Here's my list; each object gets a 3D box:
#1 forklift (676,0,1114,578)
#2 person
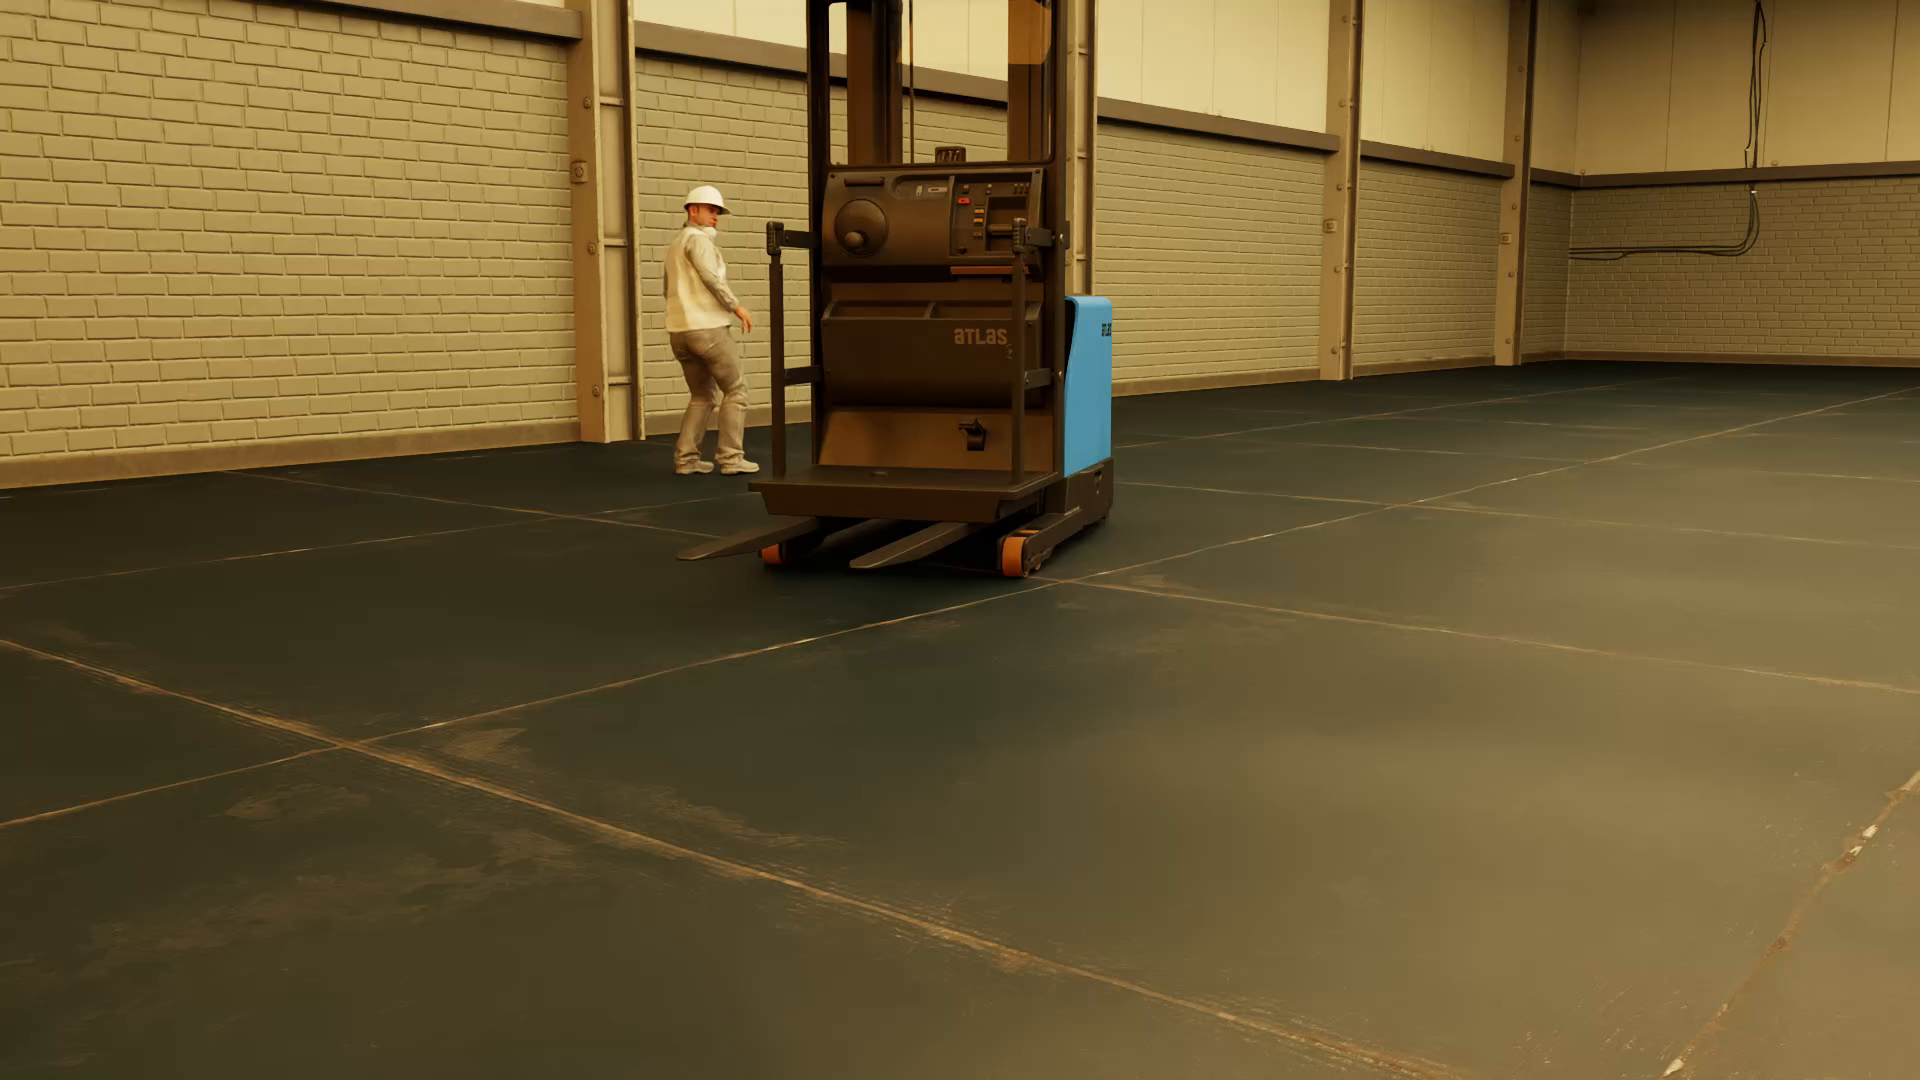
[{"bbox_3d":[-0.176,-1.366,6.616,1.130,2.935,3.031,3,9,17],"label":"forklift"},{"bbox_3d":[-1.539,-1.268,10.105,0.515,1.740,0.728,-7,11,-40],"label":"person"}]
